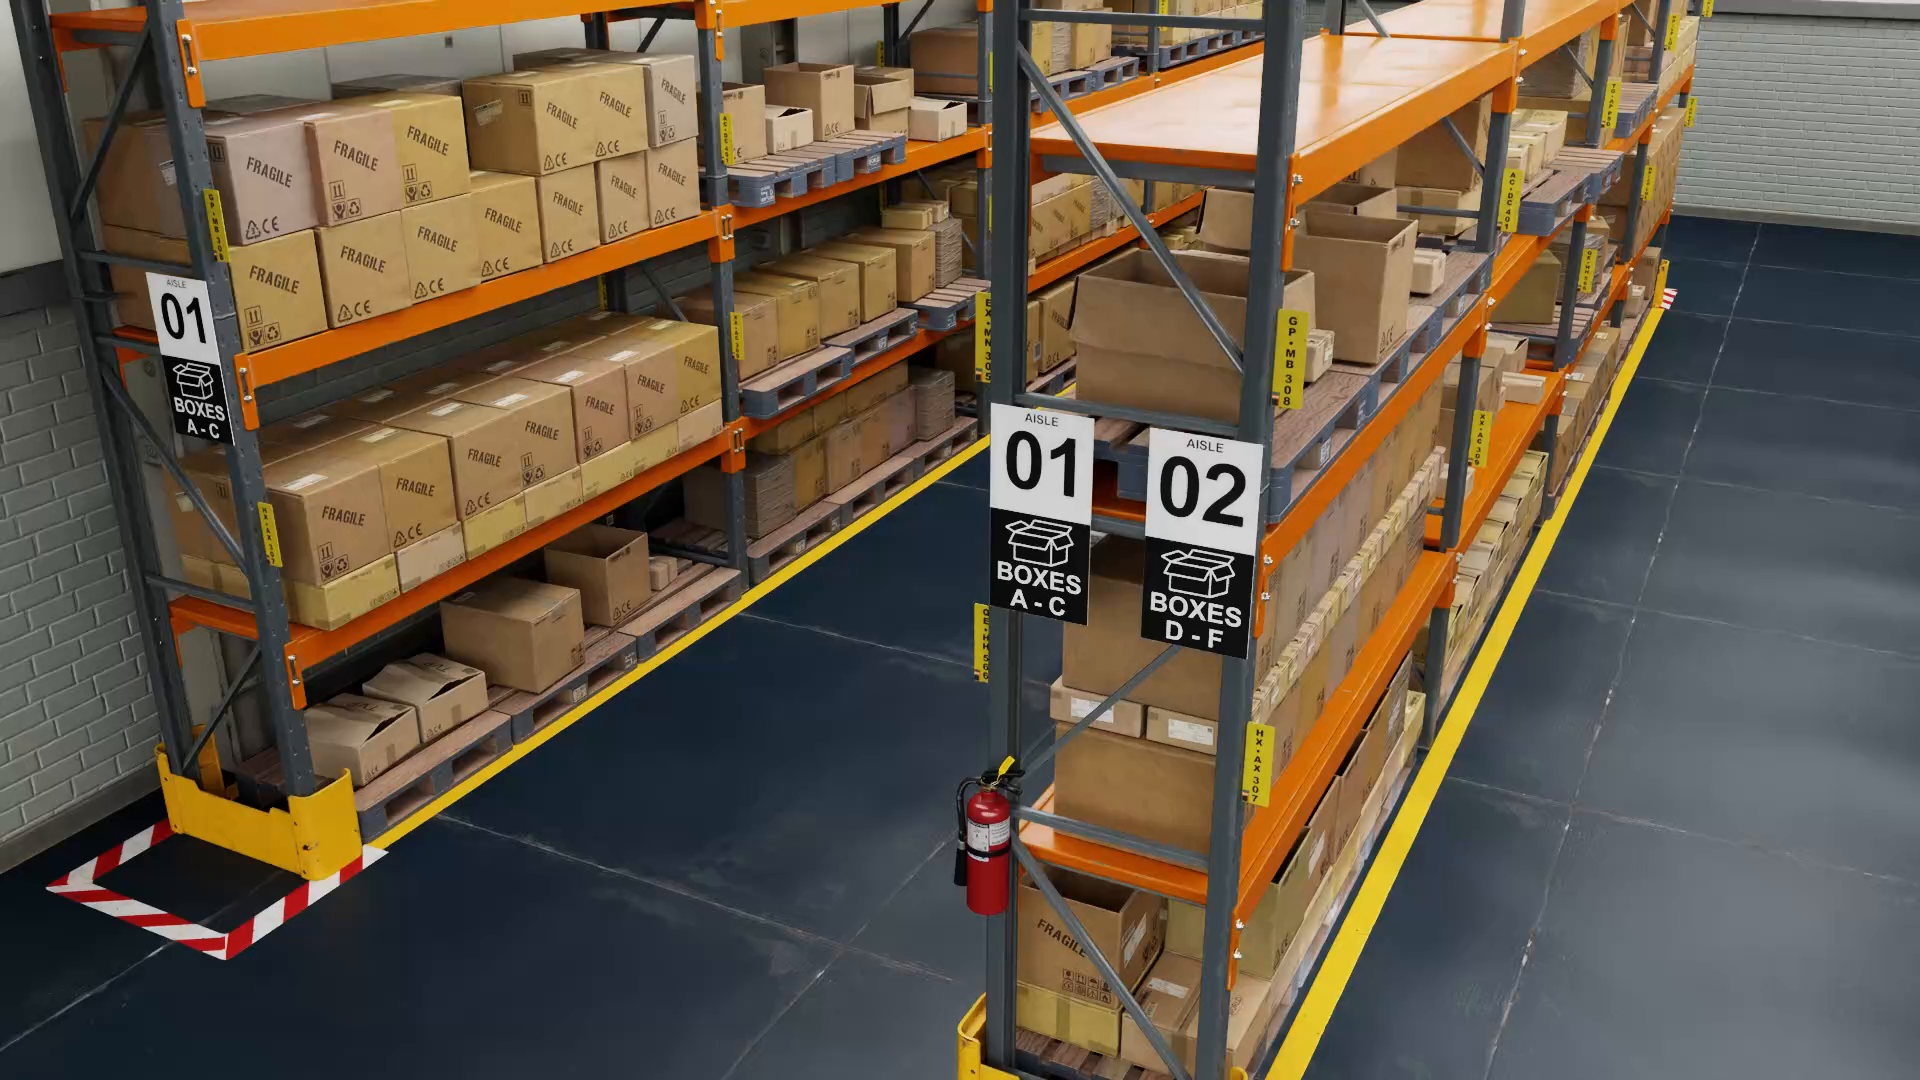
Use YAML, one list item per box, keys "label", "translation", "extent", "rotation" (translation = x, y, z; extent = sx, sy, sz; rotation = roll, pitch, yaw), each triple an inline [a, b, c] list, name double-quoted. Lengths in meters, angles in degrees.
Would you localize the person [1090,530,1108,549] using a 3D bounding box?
- label: "person"
  translation: [0.973, -0.127, 11.051]
  extent: [0.622, 1.773, 0.450]
  rotation: [9, 24, 22]
